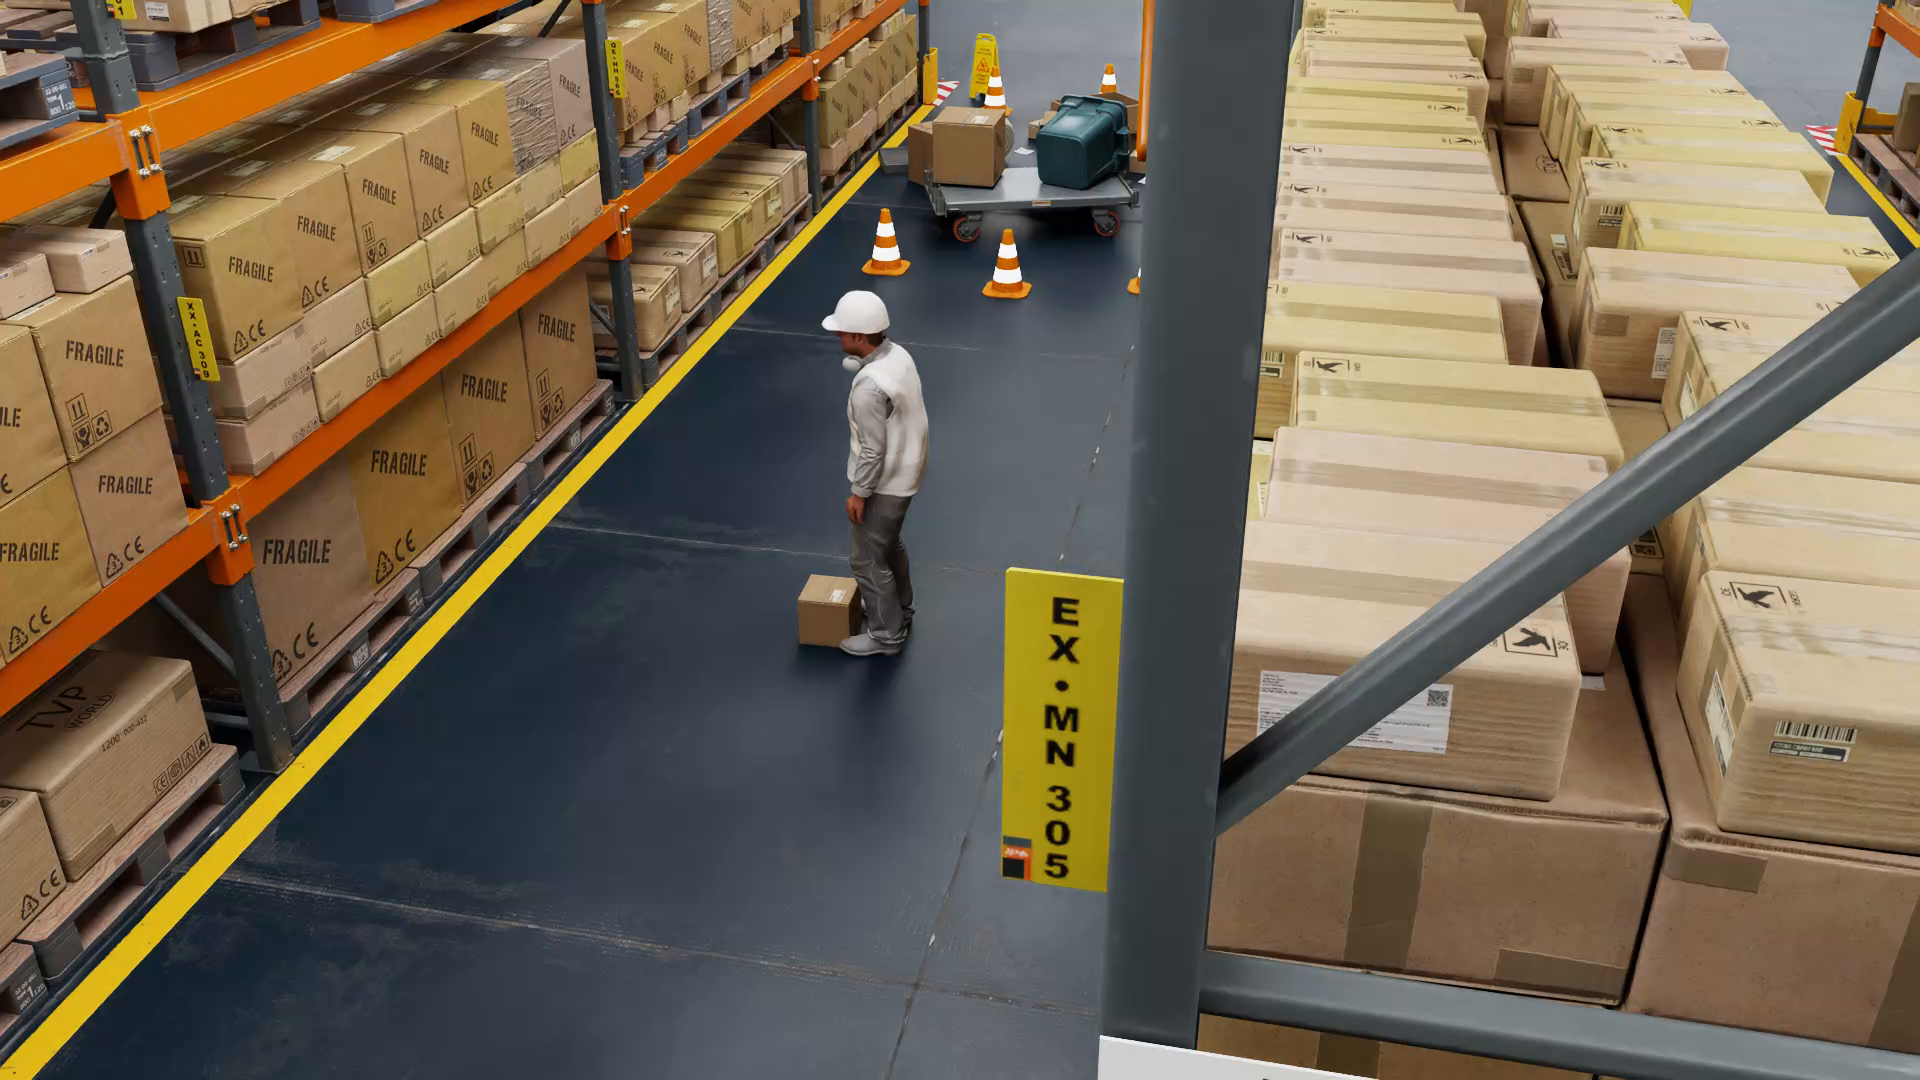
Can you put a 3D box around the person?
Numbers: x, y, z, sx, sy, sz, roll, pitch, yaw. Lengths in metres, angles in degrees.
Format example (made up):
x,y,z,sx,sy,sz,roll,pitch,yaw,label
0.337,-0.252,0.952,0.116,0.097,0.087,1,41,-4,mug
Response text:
x,y,z,sx,sy,sz,roll,pitch,yaw,label
-0.371,-0.302,7.650,0.460,1.772,0.581,6,29,11,person
